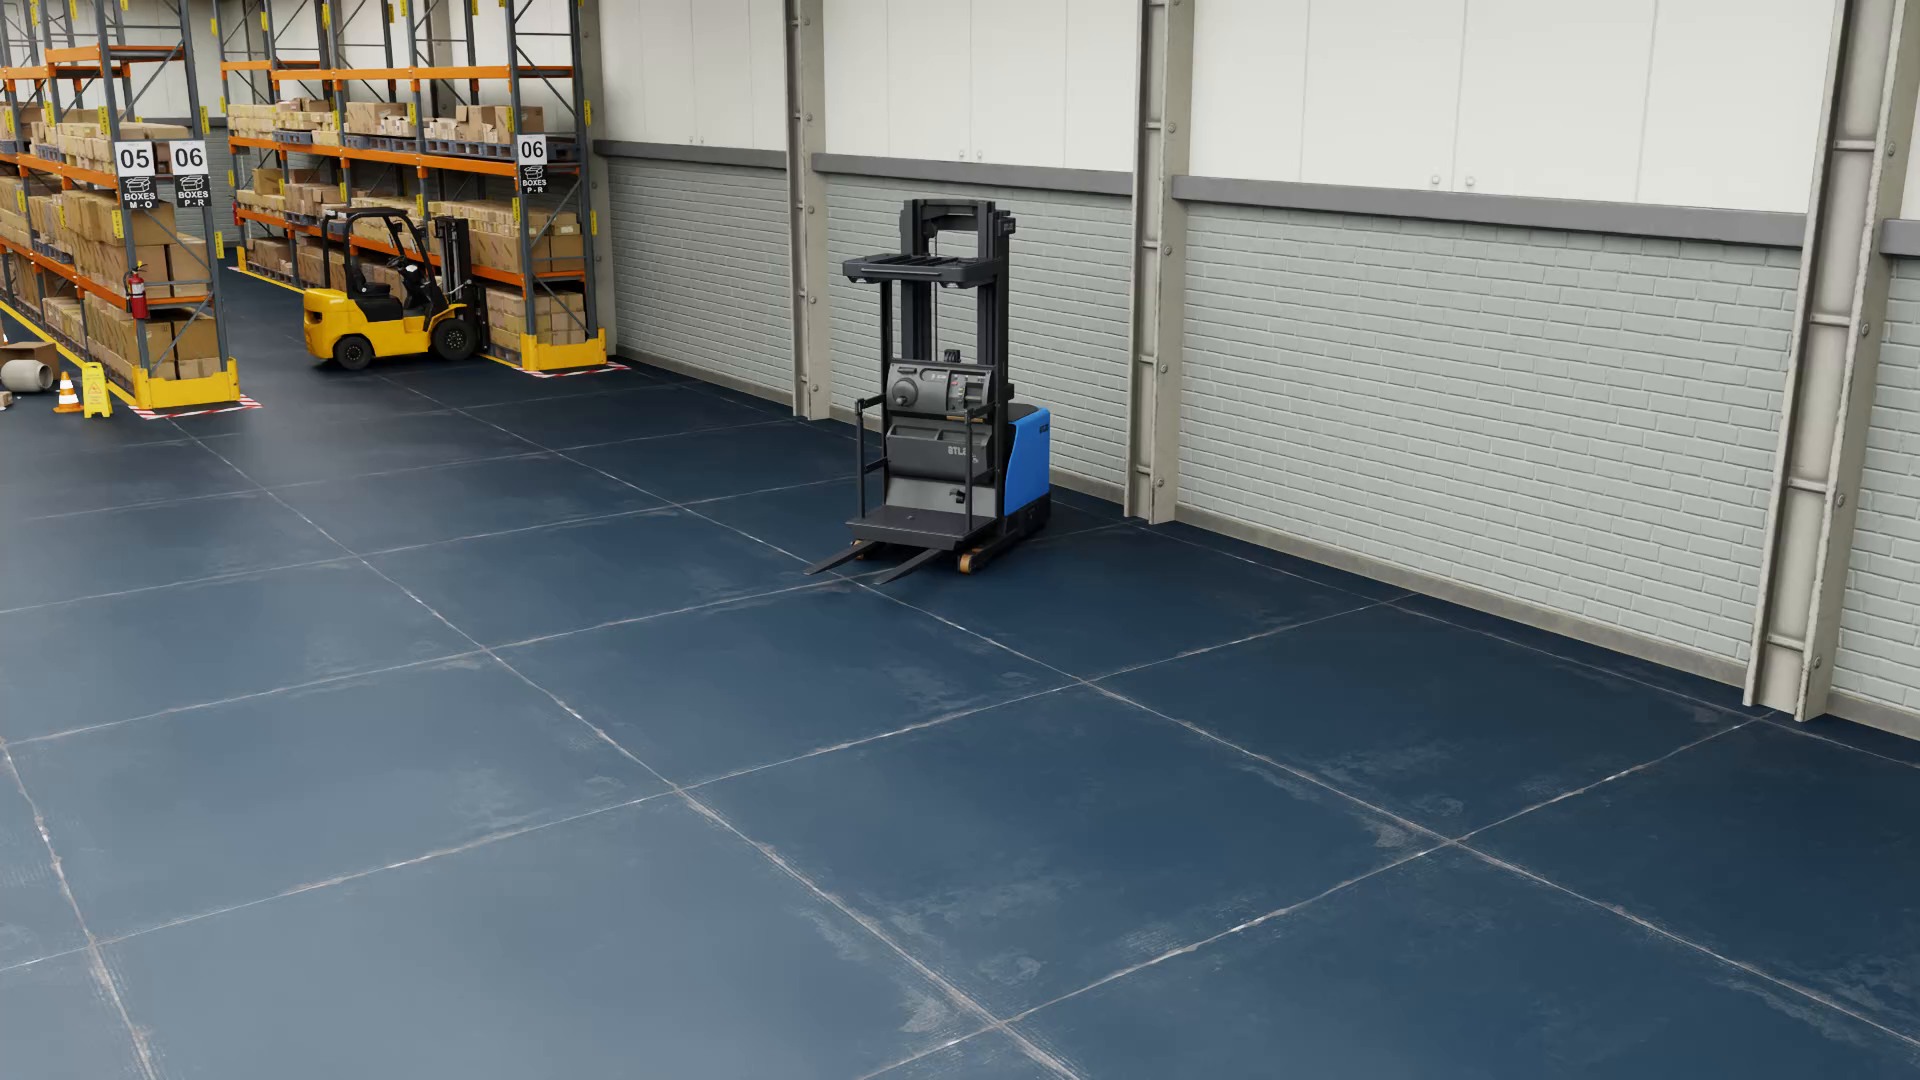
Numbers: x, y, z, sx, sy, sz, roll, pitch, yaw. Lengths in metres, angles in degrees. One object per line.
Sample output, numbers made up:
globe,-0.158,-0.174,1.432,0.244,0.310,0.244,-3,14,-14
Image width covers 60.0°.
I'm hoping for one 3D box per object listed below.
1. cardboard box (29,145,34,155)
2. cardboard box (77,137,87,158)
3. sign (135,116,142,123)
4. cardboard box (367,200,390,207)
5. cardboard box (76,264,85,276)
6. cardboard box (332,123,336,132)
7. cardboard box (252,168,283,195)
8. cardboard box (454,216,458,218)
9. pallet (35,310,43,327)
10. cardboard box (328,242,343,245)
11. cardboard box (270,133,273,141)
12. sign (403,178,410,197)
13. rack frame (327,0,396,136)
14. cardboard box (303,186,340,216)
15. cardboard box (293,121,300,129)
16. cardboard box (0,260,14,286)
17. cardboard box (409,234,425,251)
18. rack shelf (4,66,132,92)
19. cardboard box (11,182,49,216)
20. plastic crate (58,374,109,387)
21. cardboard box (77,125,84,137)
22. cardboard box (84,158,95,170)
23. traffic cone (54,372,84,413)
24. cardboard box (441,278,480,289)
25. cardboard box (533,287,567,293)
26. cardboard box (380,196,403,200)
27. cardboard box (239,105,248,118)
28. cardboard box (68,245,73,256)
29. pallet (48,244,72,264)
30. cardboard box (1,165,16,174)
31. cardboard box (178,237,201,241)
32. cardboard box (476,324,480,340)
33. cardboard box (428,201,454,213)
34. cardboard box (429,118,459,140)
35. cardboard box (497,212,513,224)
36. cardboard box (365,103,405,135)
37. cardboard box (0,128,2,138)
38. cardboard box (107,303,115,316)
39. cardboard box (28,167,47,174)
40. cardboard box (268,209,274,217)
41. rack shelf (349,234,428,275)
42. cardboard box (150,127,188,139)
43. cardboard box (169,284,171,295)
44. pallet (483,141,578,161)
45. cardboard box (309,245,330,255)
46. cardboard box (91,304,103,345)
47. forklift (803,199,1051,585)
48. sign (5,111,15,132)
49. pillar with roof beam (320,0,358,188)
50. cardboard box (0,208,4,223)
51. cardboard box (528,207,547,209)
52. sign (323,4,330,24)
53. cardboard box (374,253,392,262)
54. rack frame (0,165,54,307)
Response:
cardboard box,-14.291,-6.096,25.961,0.380,0.149,0.250,-11,19,-35
cardboard box,-11.056,-5.066,21.444,0.500,0.250,0.500,-11,19,-34
sign,-11.553,-5.792,23.395,0.100,0.325,0.005,-11,19,-35
cardboard box,-9.883,-5.721,28.380,0.380,0.149,0.250,-11,19,-34
cardboard box,-12.061,-3.772,23.151,0.380,0.149,0.250,-11,19,-35
cardboard box,-10.866,-7.299,29.409,0.380,0.149,0.250,-11,19,-36
cardboard box,-14.099,-7.318,33.931,0.500,0.500,0.500,-10,18,-33
cardboard box,-7.432,-4.807,25.038,0.380,0.149,0.250,-11,19,-35
pallet,-14.741,-3.699,27.692,1.003,0.211,1.213,-11,19,-35
cardboard box,-12.228,-5.766,32.670,0.380,0.149,0.250,-12,19,-37
cardboard box,-13.270,-7.899,32.548,0.380,0.149,0.250,-11,19,-35
sign,-9.879,-6.281,29.649,0.100,0.325,0.005,-11,19,-35
rack frame,-10.326,-8.529,28.692,1.000,3.000,0.127,-11,19,-35
cardboard box,-11.808,-6.324,31.016,0.700,0.500,0.500,-11,19,-35
cardboard box,-12.079,-7.667,30.716,0.380,0.149,0.250,-10,18,-33
cardboard box,-17.500,-5.027,31.319,0.875,0.438,0.875,-12,19,-36
cardboard box,-8.482,-4.776,26.628,0.500,0.250,0.500,-10,18,-33
rack shelf,-13.163,-6.791,24.462,1.077,0.370,4.000,-11,19,-35
cardboard box,-15.163,-5.573,27.172,0.500,0.500,0.500,-10,18,-34
plastic crate,-11.727,-2.139,22.241,0.583,0.080,0.402,10,18,33
cardboard box,-11.256,-5.333,21.662,0.380,0.149,0.250,-11,19,-35
cardboard box,-11.010,-4.835,21.355,0.380,0.149,0.250,-11,19,-35
traffic cone,-10.931,-1.824,20.364,0.336,0.463,0.334,-11,19,-35
cardboard box,-7.651,-3.877,25.579,0.500,0.250,0.500,-11,19,-34
cardboard box,-6.048,-3.524,24.289,0.500,0.250,0.500,-11,19,-34
cardboard box,-9.971,-5.959,29.247,0.380,0.149,0.250,-10,18,-33
cardboard box,-14.382,-8.752,33.964,0.500,0.250,0.500,-11,19,-35
cardboard box,-12.513,-4.159,23.768,0.380,0.149,0.250,-11,19,-34
pallet,-13.142,-4.355,25.171,1.003,0.211,1.213,-11,19,-35
cardboard box,-17.197,-6.651,29.884,0.380,0.149,0.250,-10,18,-33
cardboard box,-9.996,-3.602,21.302,0.500,0.500,0.500,-10,18,-33
cardboard box,-7.049,-3.178,24.919,0.500,0.250,0.500,-10,18,-33
cardboard box,-8.027,-5.172,25.809,0.380,0.149,0.250,-10,18,-33
cardboard box,-7.682,-6.221,25.124,0.500,0.311,0.500,-10,18,-33
cardboard box,-6.349,-4.575,23.628,0.380,0.149,0.250,-10,18,-33
cardboard box,-9.499,-6.971,27.509,0.500,0.500,0.500,-10,18,-33
cardboard box,-15.432,-6.689,27.109,0.396,0.266,0.258,-11,19,-36
cardboard box,-10.886,-3.016,21.678,0.380,0.149,0.250,-10,18,-32
cardboard box,-16.666,-6.669,29.950,0.380,0.149,0.250,-11,19,-35
cardboard box,-13.718,-6.612,33.527,0.380,0.149,0.250,-11,19,-35
rack shelf,-9.150,-4.861,28.019,1.077,0.370,4.000,-11,19,-35
cardboard box,-9.679,-4.974,20.350,0.380,0.149,0.250,-11,19,-35
cardboard box,-9.827,-3.191,21.029,0.380,0.149,0.250,-11,19,-34
pallet,-6.017,-5.486,23.425,1.003,0.211,1.213,-11,19,-35
cardboard box,-12.297,-5.581,31.997,0.380,0.149,0.250,-12,19,-37
cardboard box,-11.534,-2.968,22.730,0.500,0.500,0.500,-10,18,-32
forklift,-0.265,-1.265,13.645,1.130,2.935,3.031,7,17,24
sign,-14.793,-6.514,25.883,0.100,0.325,0.005,-11,19,-35
pillar with roof beam,-15.840,-9.004,30.426,9.100,9.000,0.400,-11,19,-35
cardboard box,-16.331,-5.643,28.847,0.500,0.250,0.500,-11,18,-34
cardboard box,-6.323,-4.831,24.563,0.380,0.149,0.250,-11,19,-36
sign,-10.759,-8.932,28.243,0.100,0.325,0.005,-11,19,-35
cardboard box,-10.515,-5.166,30.479,0.380,0.149,0.250,-10,18,-33
rack frame,-16.691,-5.718,29.787,1.000,3.000,0.127,-11,19,-35
